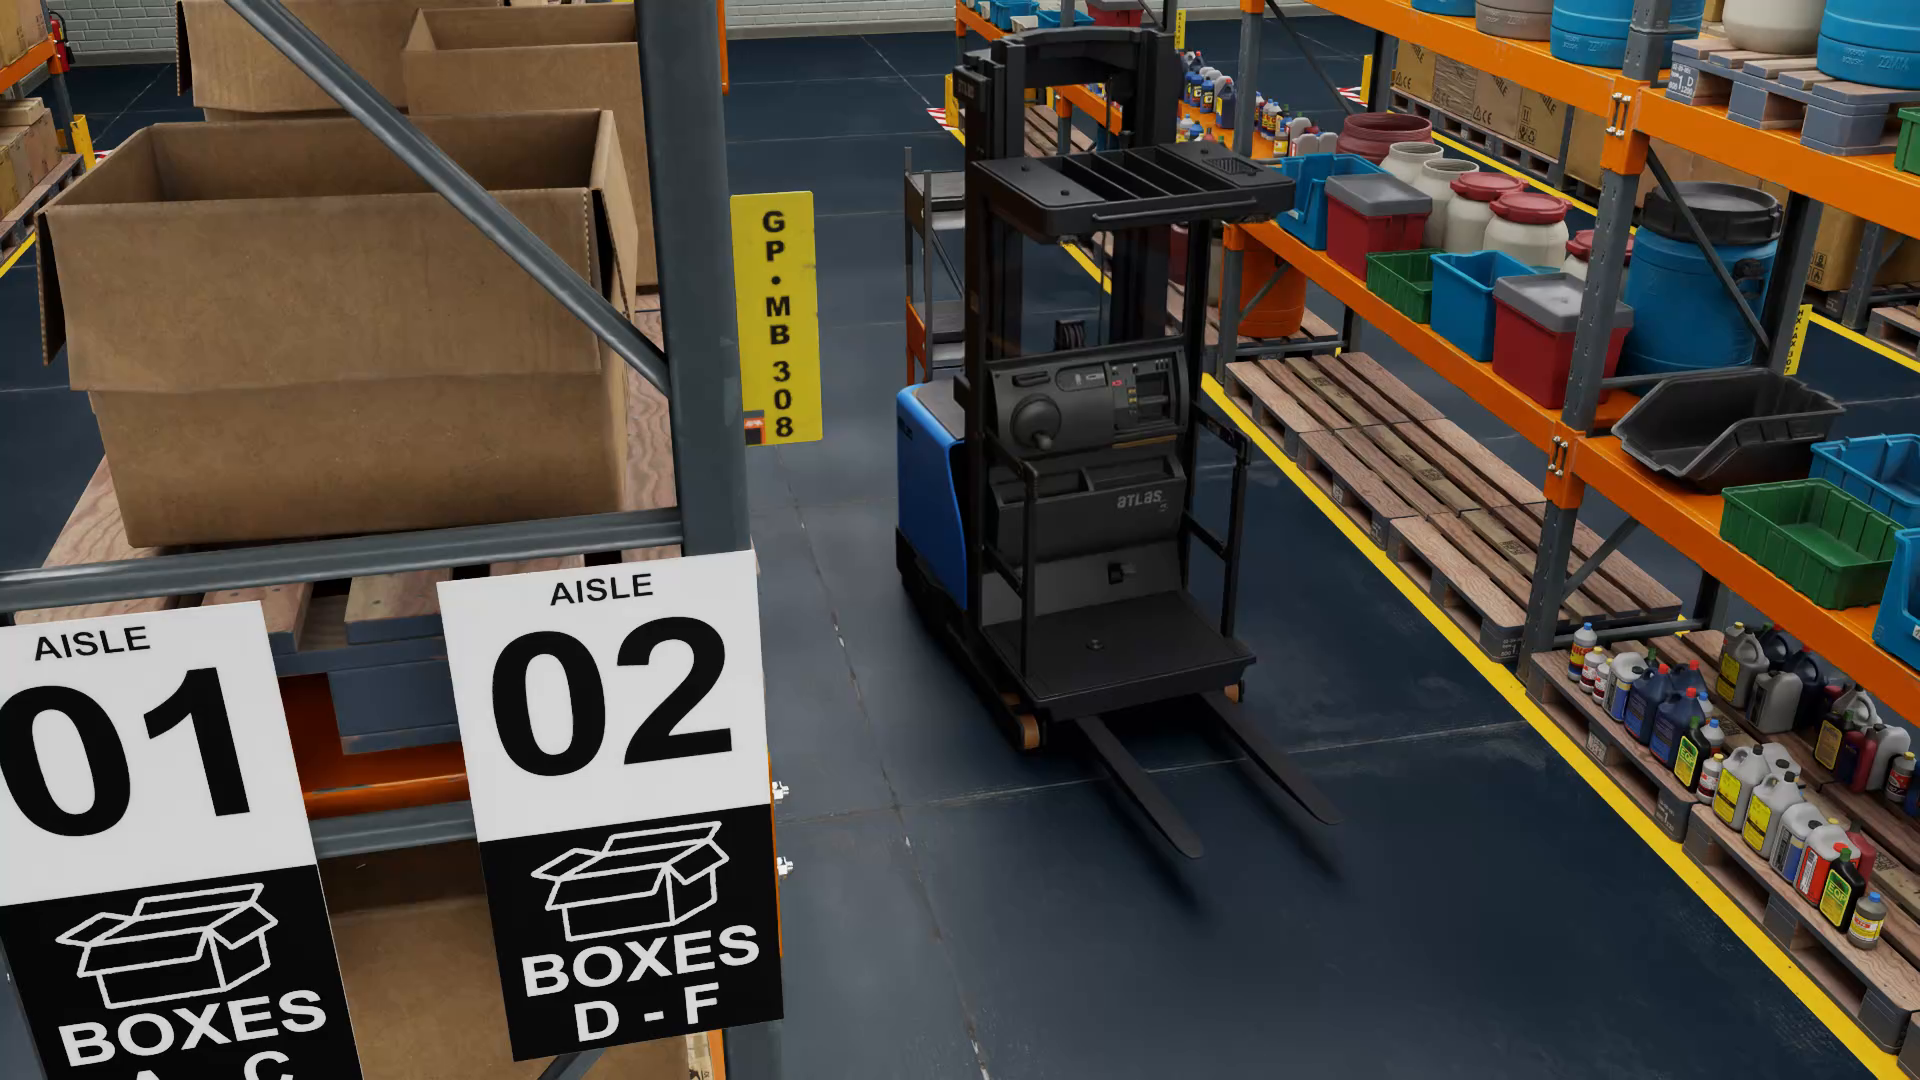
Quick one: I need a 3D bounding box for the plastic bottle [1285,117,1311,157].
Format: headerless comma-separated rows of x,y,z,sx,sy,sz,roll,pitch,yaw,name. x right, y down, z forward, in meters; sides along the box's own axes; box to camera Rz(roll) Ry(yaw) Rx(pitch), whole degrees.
2.368,-2.836,11.678,0.152,0.276,0.135,-6,27,-12,plastic bottle

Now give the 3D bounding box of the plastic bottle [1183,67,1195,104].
1.836,-3.622,13.239,0.097,0.271,0.097,0,27,0,plastic bottle

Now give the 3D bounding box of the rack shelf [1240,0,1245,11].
1.804,-4.362,12.032,1.077,0.370,4.000,-6,27,-12,rack shelf

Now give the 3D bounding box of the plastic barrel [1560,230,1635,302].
3.155,-1.213,8.173,0.433,0.535,0.433,0,27,0,plastic barrel

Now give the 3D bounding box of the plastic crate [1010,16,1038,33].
0.668,-4.865,15.785,0.293,0.136,0.466,-6,27,-12,plastic crate

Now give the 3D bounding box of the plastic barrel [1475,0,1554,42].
2.683,-2.761,7.506,0.600,0.901,0.600,0,27,0,plastic barrel

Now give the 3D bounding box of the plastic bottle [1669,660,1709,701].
3.075,0.658,7.069,0.144,0.351,0.185,-6,27,-12,plastic bottle

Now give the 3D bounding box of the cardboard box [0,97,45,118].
-8.738,-3.998,15.430,0.380,0.149,0.250,-6,27,-12,cardboard box

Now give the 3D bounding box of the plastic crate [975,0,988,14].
0.335,-5.499,16.935,0.416,0.233,0.300,-6,27,-12,plastic crate

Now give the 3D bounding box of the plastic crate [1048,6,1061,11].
1.035,-5.171,16.391,0.298,0.136,0.250,-6,27,-12,plastic crate

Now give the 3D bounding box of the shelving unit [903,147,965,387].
-0.037,-1.010,8.921,0.431,2.100,0.503,-6,27,-12,shelving unit

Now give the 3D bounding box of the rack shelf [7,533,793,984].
-1.220,-0.348,4.081,1.077,0.370,4.000,-6,27,-12,rack shelf

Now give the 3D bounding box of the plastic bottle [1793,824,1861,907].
3.187,1.191,6.097,0.152,0.276,0.135,-6,27,-11,plastic bottle

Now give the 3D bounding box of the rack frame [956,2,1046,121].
0.452,-5.978,17.764,1.000,3.000,0.127,-6,27,-12,rack frame

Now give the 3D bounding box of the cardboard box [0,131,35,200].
-8.718,-3.306,14.779,0.700,0.500,0.500,-7,28,-13,cardboard box

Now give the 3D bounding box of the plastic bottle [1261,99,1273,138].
2.265,-3.091,12.187,0.097,0.271,0.097,0,27,0,plastic bottle

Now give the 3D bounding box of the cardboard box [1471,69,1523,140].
5.906,-4.657,17.039,0.875,0.875,0.875,-6,27,-12,cardboard box

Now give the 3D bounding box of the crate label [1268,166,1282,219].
1.985,-2.168,10.402,0.303,0.233,0.416,-6,27,-12,crate label

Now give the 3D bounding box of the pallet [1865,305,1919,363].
7.255,-1.381,11.751,1.003,0.211,1.213,-6,27,-12,pallet

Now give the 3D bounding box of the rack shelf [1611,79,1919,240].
3.607,-0.850,5.074,1.077,0.370,4.000,-6,27,-12,rack shelf

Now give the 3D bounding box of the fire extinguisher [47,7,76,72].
-8.784,-4.884,16.097,0.296,0.674,0.183,-6,27,-12,fire extinguisher

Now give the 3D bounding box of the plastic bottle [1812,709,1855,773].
3.604,0.808,6.847,0.061,0.283,0.133,-6,27,-12,plastic bottle

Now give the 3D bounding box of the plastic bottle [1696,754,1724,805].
3.018,0.949,6.658,0.097,0.201,0.097,0,27,0,plastic bottle

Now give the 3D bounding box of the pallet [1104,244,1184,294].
1.765,-2.097,13.171,1.003,0.211,1.213,-6,27,-12,pallet

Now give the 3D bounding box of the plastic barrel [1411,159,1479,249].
2.790,-1.901,9.563,0.421,0.512,0.421,0,27,0,plastic barrel

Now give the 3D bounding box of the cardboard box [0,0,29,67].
-8.901,-4.565,14.632,0.980,0.700,0.700,-6,27,-12,cardboard box

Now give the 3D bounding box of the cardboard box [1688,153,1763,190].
6.752,-2.905,13.568,1.225,0.875,0.875,-6,27,-11,cardboard box

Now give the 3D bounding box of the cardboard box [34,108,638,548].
-0.894,-0.340,2.530,0.797,0.503,0.637,-4,27,-8,cardboard box

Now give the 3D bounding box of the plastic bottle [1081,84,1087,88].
1.051,-3.907,13.791,0.061,0.283,0.133,-6,27,-12,plastic bottle

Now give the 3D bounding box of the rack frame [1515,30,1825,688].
3.156,-0.710,7.327,1.000,3.000,0.127,-6,27,-12,rack frame

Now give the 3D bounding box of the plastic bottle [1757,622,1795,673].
3.582,0.530,7.323,0.144,0.351,0.185,-7,28,-13,plastic bottle

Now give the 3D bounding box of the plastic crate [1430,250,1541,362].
2.605,-1.155,8.228,0.392,0.384,0.575,-6,27,-12,plastic crate

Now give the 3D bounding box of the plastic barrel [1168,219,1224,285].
1.874,-2.286,12.659,0.600,0.588,0.708,-6,27,-12,plastic barrel

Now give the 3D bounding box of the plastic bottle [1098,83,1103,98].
1.169,-3.708,13.411,0.097,0.271,0.097,0,27,0,plastic bottle

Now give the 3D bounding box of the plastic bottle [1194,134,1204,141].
1.666,-2.708,11.507,0.097,0.201,0.097,0,27,0,plastic bottle

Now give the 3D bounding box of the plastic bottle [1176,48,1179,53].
1.757,-4.026,14.036,0.152,0.276,0.135,-6,27,-12,plastic bottle

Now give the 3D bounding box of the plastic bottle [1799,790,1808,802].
3.222,1.059,6.440,0.097,0.201,0.097,0,27,0,plastic bottle

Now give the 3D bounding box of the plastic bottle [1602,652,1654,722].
2.901,0.633,7.201,0.152,0.276,0.135,-5,27,-10,plastic bottle

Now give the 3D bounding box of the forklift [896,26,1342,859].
0.659,-0.584,7.155,1.130,2.935,3.031,-10,28,-18,forklift

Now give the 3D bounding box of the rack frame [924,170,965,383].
0.018,-0.903,8.709,0.400,2.100,0.015,-6,27,-12,rack frame

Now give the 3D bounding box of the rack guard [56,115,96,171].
-9.205,-3.866,16.355,1.175,0.500,0.348,-6,27,-12,rack guard

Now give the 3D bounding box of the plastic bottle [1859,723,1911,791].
3.731,0.861,6.750,0.152,0.276,0.135,-5,27,-11,plastic bottle

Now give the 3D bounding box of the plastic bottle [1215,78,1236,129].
2.010,-3.271,12.457,0.144,0.351,0.185,-6,27,-12,plastic bottle

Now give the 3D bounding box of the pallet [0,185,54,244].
-8.672,-2.849,14.661,1.003,0.211,1.213,-6,27,-12,pallet

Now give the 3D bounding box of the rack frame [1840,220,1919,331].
7.081,-2.969,11.803,1.000,3.000,0.127,-6,27,-12,rack frame

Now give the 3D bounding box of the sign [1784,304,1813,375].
3.695,-0.884,7.366,0.100,0.325,0.005,-6,27,-12,sign

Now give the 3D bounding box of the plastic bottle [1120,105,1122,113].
1.295,-3.431,12.939,0.097,0.201,0.097,0,27,0,plastic bottle

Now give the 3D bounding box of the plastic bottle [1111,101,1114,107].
1.221,-3.576,13.134,0.061,0.283,0.133,-6,27,-12,plastic bottle

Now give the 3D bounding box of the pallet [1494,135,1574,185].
6.084,-3.822,16.587,1.003,0.211,1.213,-6,27,-12,pallet

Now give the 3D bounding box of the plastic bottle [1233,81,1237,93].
2.128,-3.346,12.605,0.144,0.351,0.185,-6,27,-12,plastic bottle

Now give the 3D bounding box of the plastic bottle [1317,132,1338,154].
2.472,-2.633,11.276,0.152,0.276,0.135,-6,27,-12,plastic bottle

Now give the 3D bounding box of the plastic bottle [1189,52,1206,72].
1.921,-3.748,13.402,0.144,0.351,0.185,-6,27,-12,plastic bottle

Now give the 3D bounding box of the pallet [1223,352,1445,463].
2.392,-0.877,10.753,1.003,0.211,1.213,-6,27,-12,pallet

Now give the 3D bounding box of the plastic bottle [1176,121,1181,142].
1.578,-2.879,11.845,0.097,0.201,0.097,0,27,0,plastic bottle

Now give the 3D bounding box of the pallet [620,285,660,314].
-1.181,-0.602,3.882,1.003,0.211,1.213,-6,27,-12,pallet

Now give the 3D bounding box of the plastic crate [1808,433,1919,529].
3.670,-0.185,6.453,0.499,0.251,0.616,-6,27,-12,plastic crate

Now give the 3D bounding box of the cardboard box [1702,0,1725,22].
6.474,-4.635,13.880,0.797,0.503,0.637,-6,27,-11,cardboard box
